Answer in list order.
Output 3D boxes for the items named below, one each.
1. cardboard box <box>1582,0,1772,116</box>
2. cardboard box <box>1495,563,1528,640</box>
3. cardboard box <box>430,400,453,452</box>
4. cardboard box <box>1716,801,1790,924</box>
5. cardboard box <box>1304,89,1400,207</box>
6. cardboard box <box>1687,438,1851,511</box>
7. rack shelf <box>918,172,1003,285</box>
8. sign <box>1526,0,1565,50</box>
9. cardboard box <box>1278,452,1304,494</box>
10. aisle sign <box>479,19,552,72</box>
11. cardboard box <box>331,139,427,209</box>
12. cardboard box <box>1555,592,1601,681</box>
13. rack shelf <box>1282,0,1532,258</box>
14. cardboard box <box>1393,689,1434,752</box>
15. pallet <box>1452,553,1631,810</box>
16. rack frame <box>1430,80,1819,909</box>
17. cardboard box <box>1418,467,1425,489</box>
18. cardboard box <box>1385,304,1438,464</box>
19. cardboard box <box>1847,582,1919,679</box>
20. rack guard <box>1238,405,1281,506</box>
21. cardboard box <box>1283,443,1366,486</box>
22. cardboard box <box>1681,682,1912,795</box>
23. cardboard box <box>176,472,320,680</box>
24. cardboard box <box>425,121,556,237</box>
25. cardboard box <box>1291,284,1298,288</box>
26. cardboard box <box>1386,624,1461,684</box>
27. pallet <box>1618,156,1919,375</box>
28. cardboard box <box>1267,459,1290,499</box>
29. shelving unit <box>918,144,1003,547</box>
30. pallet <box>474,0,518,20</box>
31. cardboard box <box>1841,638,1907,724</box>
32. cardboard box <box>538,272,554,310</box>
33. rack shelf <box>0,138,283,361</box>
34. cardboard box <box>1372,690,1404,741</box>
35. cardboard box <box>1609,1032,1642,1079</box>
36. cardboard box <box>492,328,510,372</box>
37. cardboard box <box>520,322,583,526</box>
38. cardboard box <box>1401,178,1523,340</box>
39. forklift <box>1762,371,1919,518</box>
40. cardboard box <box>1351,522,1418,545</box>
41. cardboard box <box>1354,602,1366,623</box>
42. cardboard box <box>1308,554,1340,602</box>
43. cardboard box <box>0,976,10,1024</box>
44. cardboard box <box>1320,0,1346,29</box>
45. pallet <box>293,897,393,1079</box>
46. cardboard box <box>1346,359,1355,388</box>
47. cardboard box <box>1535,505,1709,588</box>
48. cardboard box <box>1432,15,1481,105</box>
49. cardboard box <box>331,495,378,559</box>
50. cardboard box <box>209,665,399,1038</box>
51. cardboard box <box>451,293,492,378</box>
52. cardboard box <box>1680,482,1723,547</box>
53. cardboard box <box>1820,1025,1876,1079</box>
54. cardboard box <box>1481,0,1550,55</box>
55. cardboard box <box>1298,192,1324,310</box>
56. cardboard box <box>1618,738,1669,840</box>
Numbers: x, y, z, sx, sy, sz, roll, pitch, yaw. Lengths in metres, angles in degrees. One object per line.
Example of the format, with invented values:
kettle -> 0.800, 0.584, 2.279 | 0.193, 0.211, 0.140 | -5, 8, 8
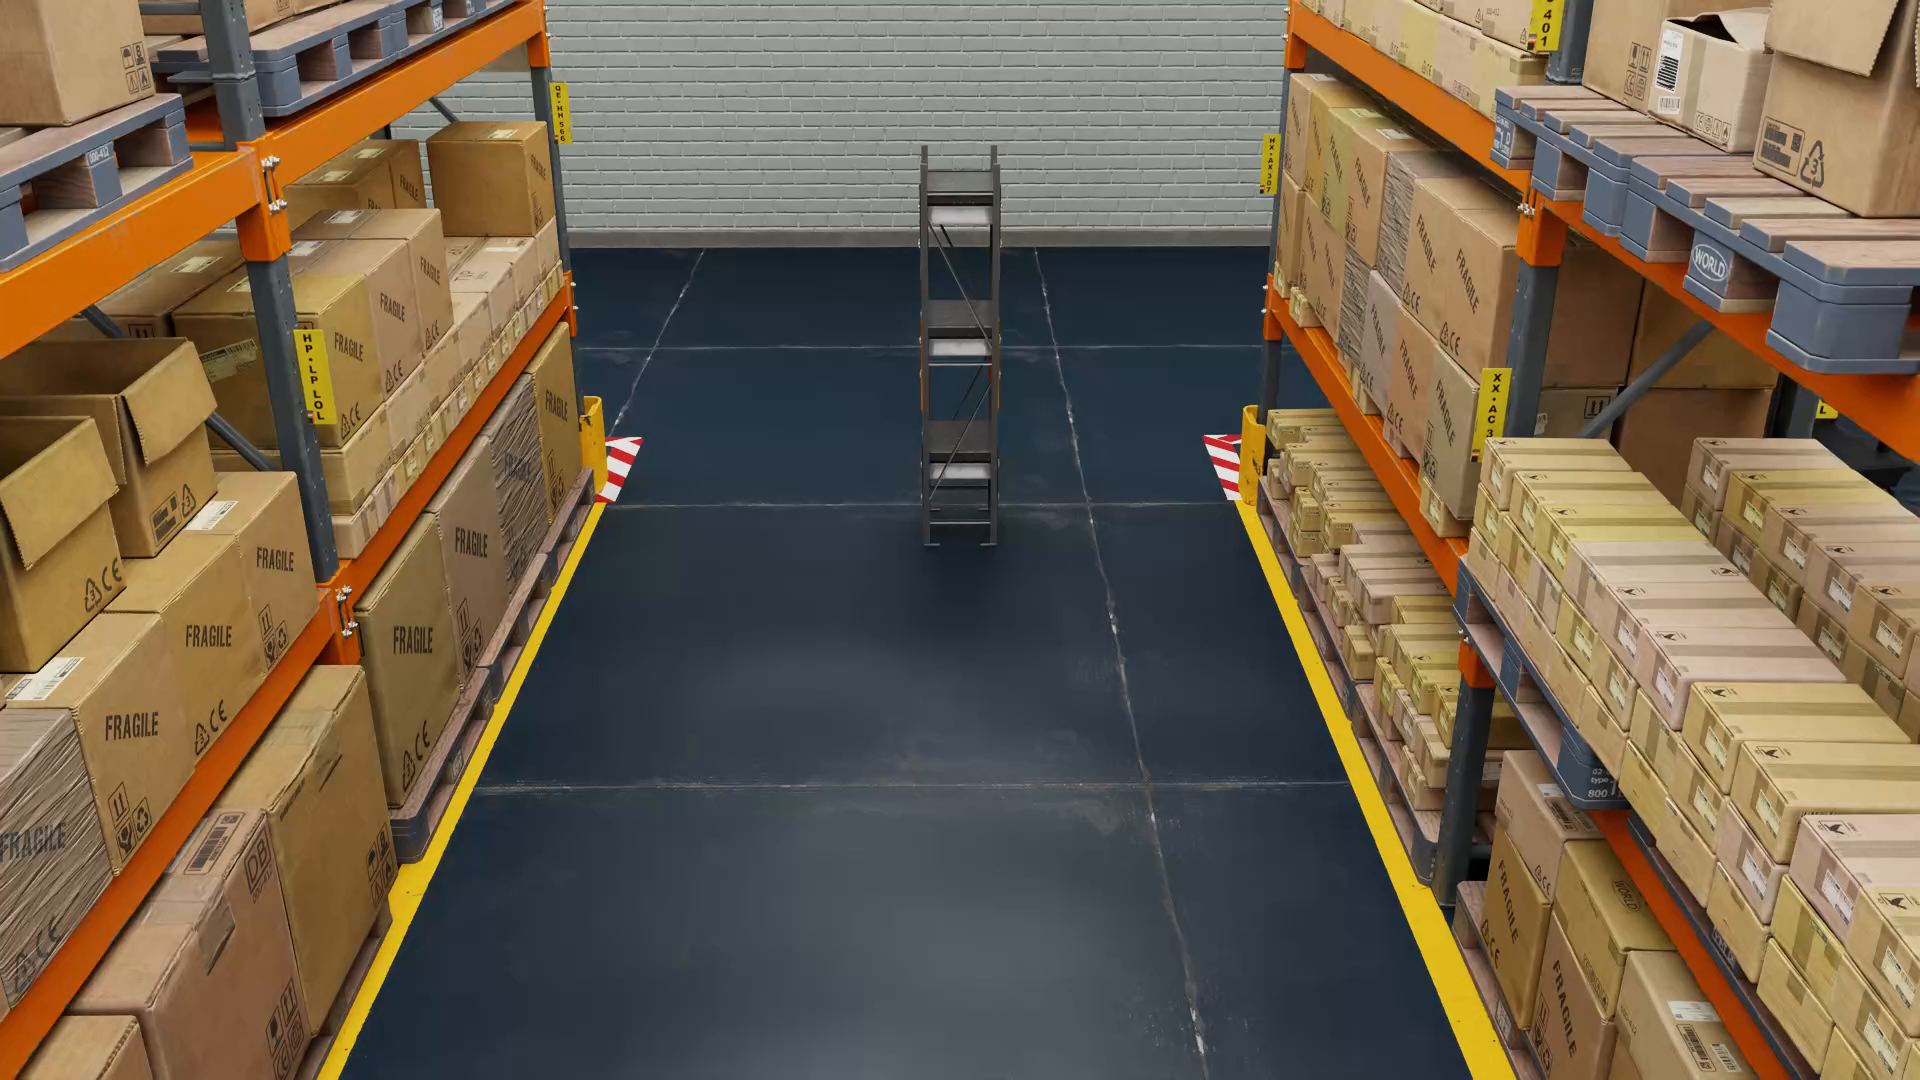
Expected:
cardboard box -> 2.183, -1.466, 4.580 | 0.700, 0.500, 0.500 | 0, 24, 0
cardboard box -> 1.842, 0.183, 5.001 | 0.380, 0.149, 0.250 | 0, 24, 0
cardboard box -> -2.356, -0.478, 6.971 | 0.380, 0.149, 0.250 | -1, 24, -1
cardboard box -> 1.856, 0.684, 3.532 | 0.380, 0.149, 0.250 | 0, 24, 1
cardboard box -> 1.997, -1.910, 8.137 | 0.500, 0.500, 0.500 | 0, 24, 1
cardboard box -> 2.489, -0.202, 5.130 | 0.380, 0.149, 0.250 | 1, 24, 2
rack shelf -> -0.002, -1.650, 8.685 | 0.431, 0.518, 0.480 | 0, 24, -1
sign -> 1.747, -1.615, 4.914 | 0.100, 0.325, 0.005 | 0, 24, -1
cardboard box -> 1.941, -0.365, 9.006 | 0.380, 0.149, 0.250 | 0, 24, -1
aisle sign -> -2.416, -2.902, 8.871 | 0.394, 0.787, 0.004 | 0, 24, -1
cardboard box -> -2.974, -1.690, 8.258 | 0.500, 0.500, 0.500 | -1, 24, -2
cardboard box -> 1.845, 0.253, 4.484 | 0.380, 0.149, 0.250 | -1, 24, -3
rack shelf -> 2.267, -1.882, 7.004 | 1.077, 0.370, 4.000 | 0, 24, -1
cardboard box -> 1.952, 0.713, 6.621 | 0.380, 0.149, 0.250 | -1, 24, -3
pallet -> 2.152, 0.384, 4.993 | 1.003, 0.211, 1.213 | 0, 24, -1
rack frame -> 2.289, -0.019, 5.652 | 1.000, 3.000, 0.127 | 0, 24, -1
cardboard box -> 1.997, -0.237, 6.439 | 0.380, 0.149, 0.250 | 1, 24, 2
cardboard box -> 1.997, -0.612, 6.481 | 0.500, 0.500, 0.500 | -1, 24, -2
cardboard box -> 2.496, 0.224, 4.187 | 0.380, 0.149, 0.250 | -1, 24, -2
rack guard -> 2.246, -0.497, 9.742 | 1.175, 0.500, 0.348 | 0, 24, -1
cardboard box -> 1.909, -0.396, 8.713 | 0.380, 0.149, 0.250 | 0, 24, -1
cardboard box -> 1.855, 0.442, 3.707 | 0.380, 0.149, 0.250 | 0, 24, 1
cardboard box -> -2.393, 0.108, 5.250 | 0.500, 0.500, 0.500 | 0, 24, 0
cardboard box -> -2.447, -1.896, 8.712 | 0.500, 0.500, 0.500 | 0, 24, 0
cardboard box -> 1.965, -1.313, 8.818 | 0.380, 0.149, 0.250 | 1, 24, 1
cardboard box -> 1.973, 0.465, 6.811 | 0.380, 0.149, 0.250 | 0, 24, -1
pallet -> 2.204, -0.618, 3.564 | 1.213, 0.211, 1.003 | 0, 24, -1
cardboard box -> 1.931, -0.342, 9.316 | 0.380, 0.149, 0.250 | 0, 24, 1
shelving unit -> -0.002, -1.025, 8.968 | 0.431, 2.100, 0.503 | 0, 24, -1
pallet -> -2.697, -2.707, 8.063 | 1.003, 0.211, 1.213 | 0, 24, -1
cardboard box -> 2.504, 0.363, 4.243 | 0.380, 0.149, 0.250 | -1, 24, -3
cardboard box -> -2.378, -1.320, 8.832 | 0.380, 0.149, 0.250 | 0, 24, 0
rack shelf -> -2.650, -0.253, 3.402 | 1.077, 0.370, 4.000 | 0, 24, -1
cardboard box -> 1.958, 0.713, 6.984 | 0.380, 0.149, 0.250 | -1, 24, -2
cardboard box -> 2.059, 1.668, 4.445 | 0.500, 0.500, 0.500 | 0, 24, 0
cardboard box -> -2.366, -0.899, 7.902 | 0.380, 0.149, 0.250 | 0, 24, 0
cardboard box -> -2.628, -0.646, 9.108 | 0.875, 0.875, 0.875 | 0, 24, -1
cardboard box -> 2.003, -1.061, 6.260 | 0.500, 0.500, 0.500 | -1, 24, -2
forklift -> 4.723, -1.576, 9.178 | 1.130, 2.935, 3.031 | -5, 25, -10
cardboard box -> 2.044, 0.032, 7.767 | 0.380, 0.149, 0.250 | 0, 24, 0
cardboard box -> 2.022, 0.284, 7.571 | 0.380, 0.149, 0.250 | -1, 24, -3
cardboard box -> 1.932, 0.181, 8.159 | 0.380, 0.149, 0.250 | -1, 24, -3
cardboard box -> -2.378, 0.939, 3.411 | 0.500, 0.500, 0.500 | -1, 24, -2
cardboard box -> 1.996, -2.562, 7.817 | 0.500, 0.250, 0.500 | 1, 24, 1
pallet -> -2.588, 1.550, 5.567 | 1.003, 0.211, 1.213 | 0, 24, -1
cardboard box -> 1.989, -0.775, 7.628 | 0.380, 0.149, 0.250 | 1, 24, 1
cardboard box -> 1.843, 0.018, 4.643 | 0.380, 0.149, 0.250 | 0, 24, 0
cardboard box -> 2.020, -1.724, 5.964 | 0.500, 0.250, 0.500 | 0, 24, -1
cardboard box -> -2.342, -0.047, 6.019 | 0.380, 0.149, 0.250 | 0, 24, 0
cardboard box -> -2.645, 1.002, 5.463 | 1.225, 0.875, 0.875 | 0, 24, 0
cardboard box -> -2.424, -0.922, 7.469 | 0.500, 0.250, 0.500 | 0, 24, 0
cardboard box -> 2.491, -0.068, 5.195 | 0.380, 0.149, 0.250 | 0, 24, 1
cardboard box -> 1.865, 1.040, 3.105 | 0.380, 0.149, 0.250 | -1, 24, -1
cardboard box -> 2.030, -1.734, 5.379 | 0.500, 0.250, 0.500 | -1, 24, -3
cardboard box -> 2.005, -1.441, 8.315 | 0.500, 0.500, 0.500 | 0, 24, 0
cardboard box -> 1.853, 0.607, 4.064 | 0.380, 0.149, 0.250 | -1, 24, -2
